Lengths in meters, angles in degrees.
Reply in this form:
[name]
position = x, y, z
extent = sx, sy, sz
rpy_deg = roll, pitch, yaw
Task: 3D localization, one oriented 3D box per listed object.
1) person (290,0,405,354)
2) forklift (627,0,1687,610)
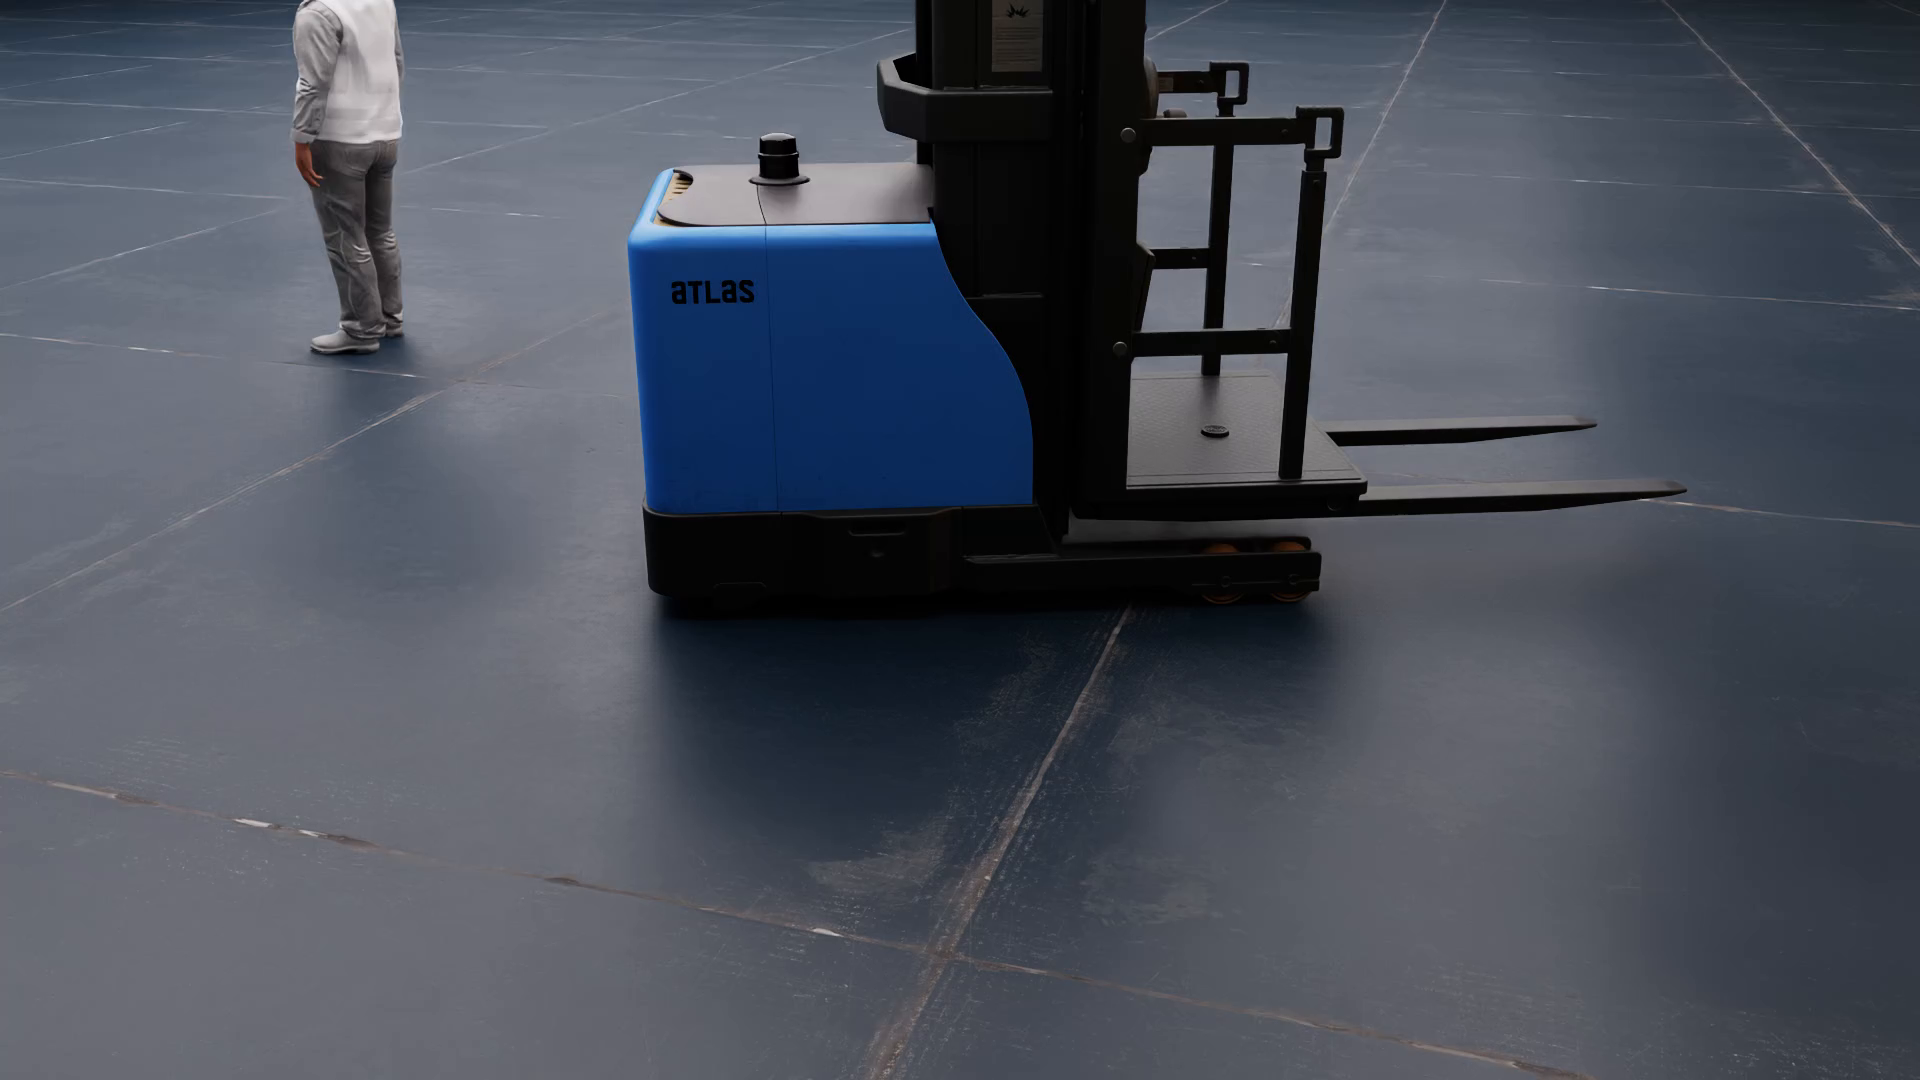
[person]
position = -2.541, -1.647, 6.784
extent = 0.535, 1.783, 0.620
rpy_deg = 7, 23, 16
[forklift]
position = 0.606, -1.374, 4.608
extent = 3.031, 2.935, 1.130
rpy_deg = -2, 23, -4
